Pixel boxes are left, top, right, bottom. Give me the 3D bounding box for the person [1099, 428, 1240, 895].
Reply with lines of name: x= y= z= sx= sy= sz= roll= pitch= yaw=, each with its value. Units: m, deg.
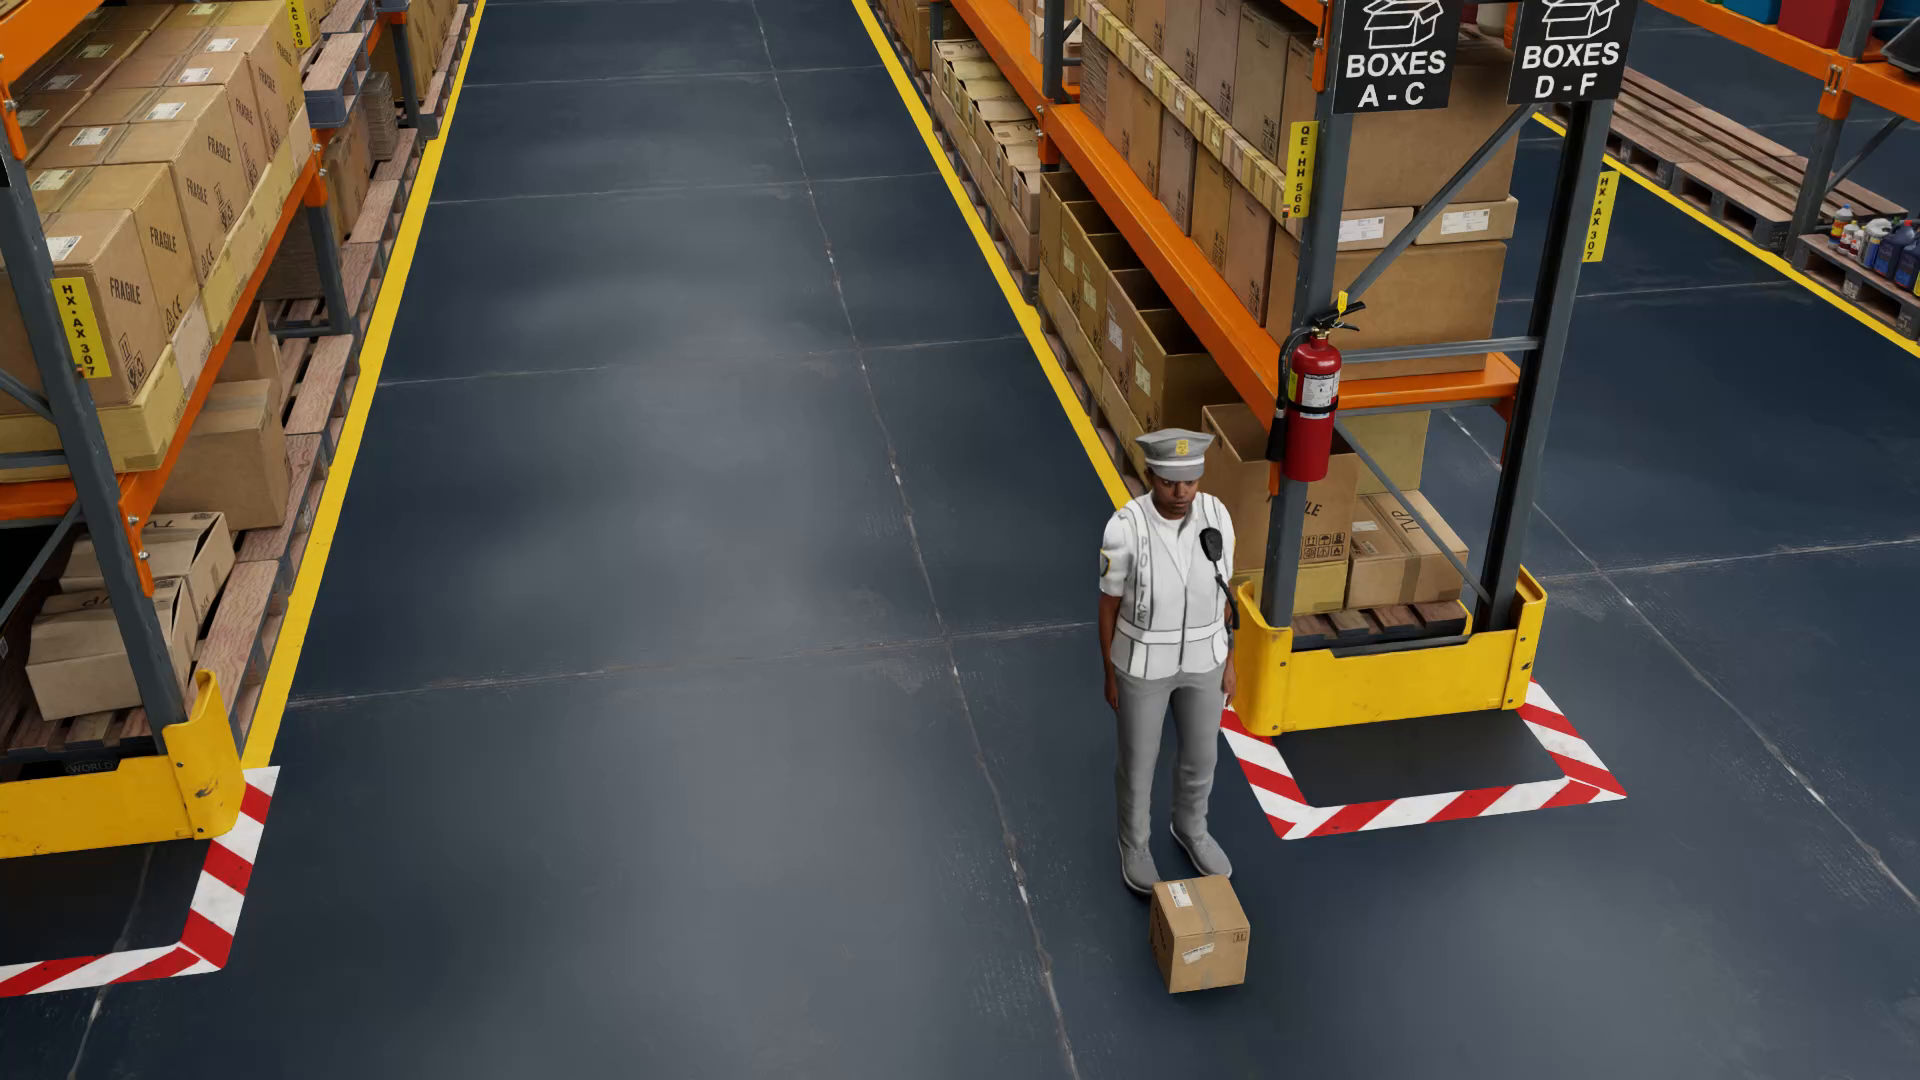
person: x=0.690 y=0.402 z=5.407 sx=0.493 sy=1.714 sz=0.350 roll=-6 pitch=31 yaw=-10
